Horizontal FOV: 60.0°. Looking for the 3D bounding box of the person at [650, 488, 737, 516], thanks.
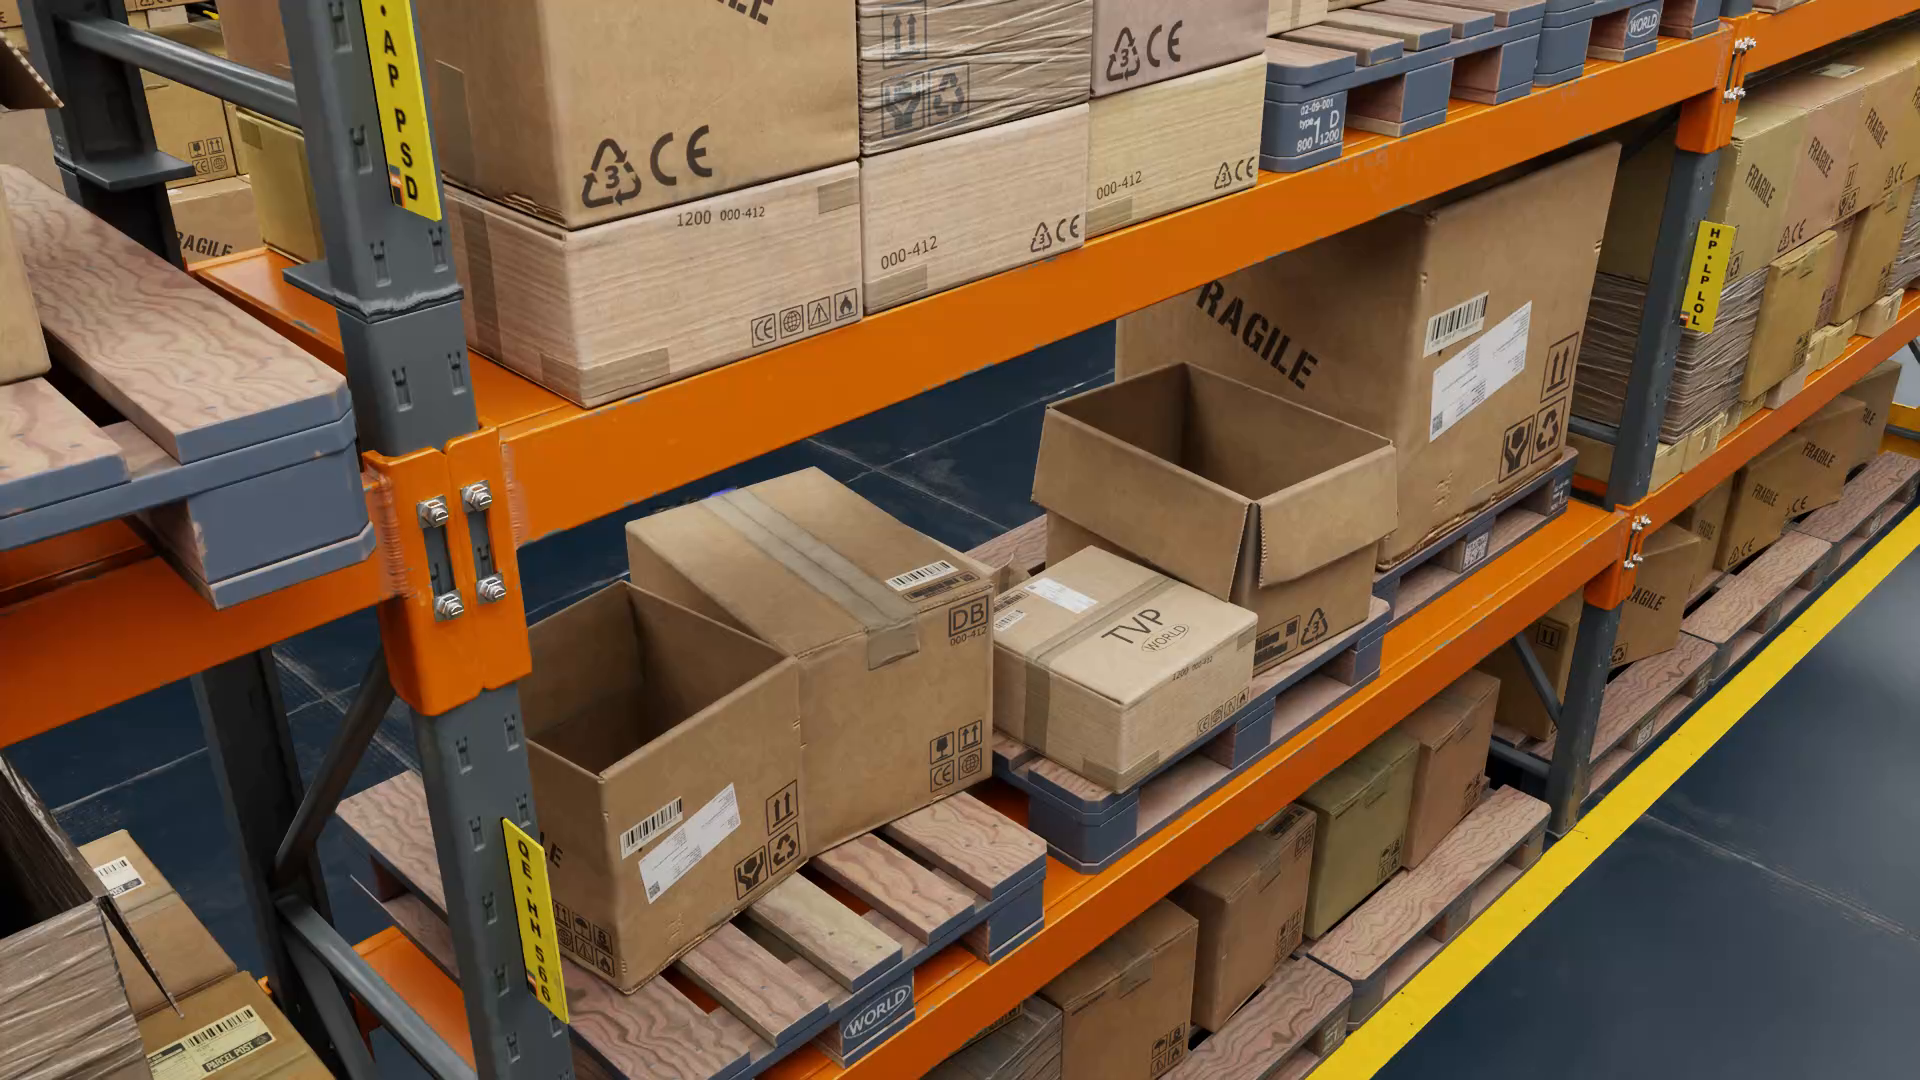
[{"bbox_3d":[-0.775,0.289,6.112,0.433,1.166,0.838,23,36,36],"label":"person"}]
